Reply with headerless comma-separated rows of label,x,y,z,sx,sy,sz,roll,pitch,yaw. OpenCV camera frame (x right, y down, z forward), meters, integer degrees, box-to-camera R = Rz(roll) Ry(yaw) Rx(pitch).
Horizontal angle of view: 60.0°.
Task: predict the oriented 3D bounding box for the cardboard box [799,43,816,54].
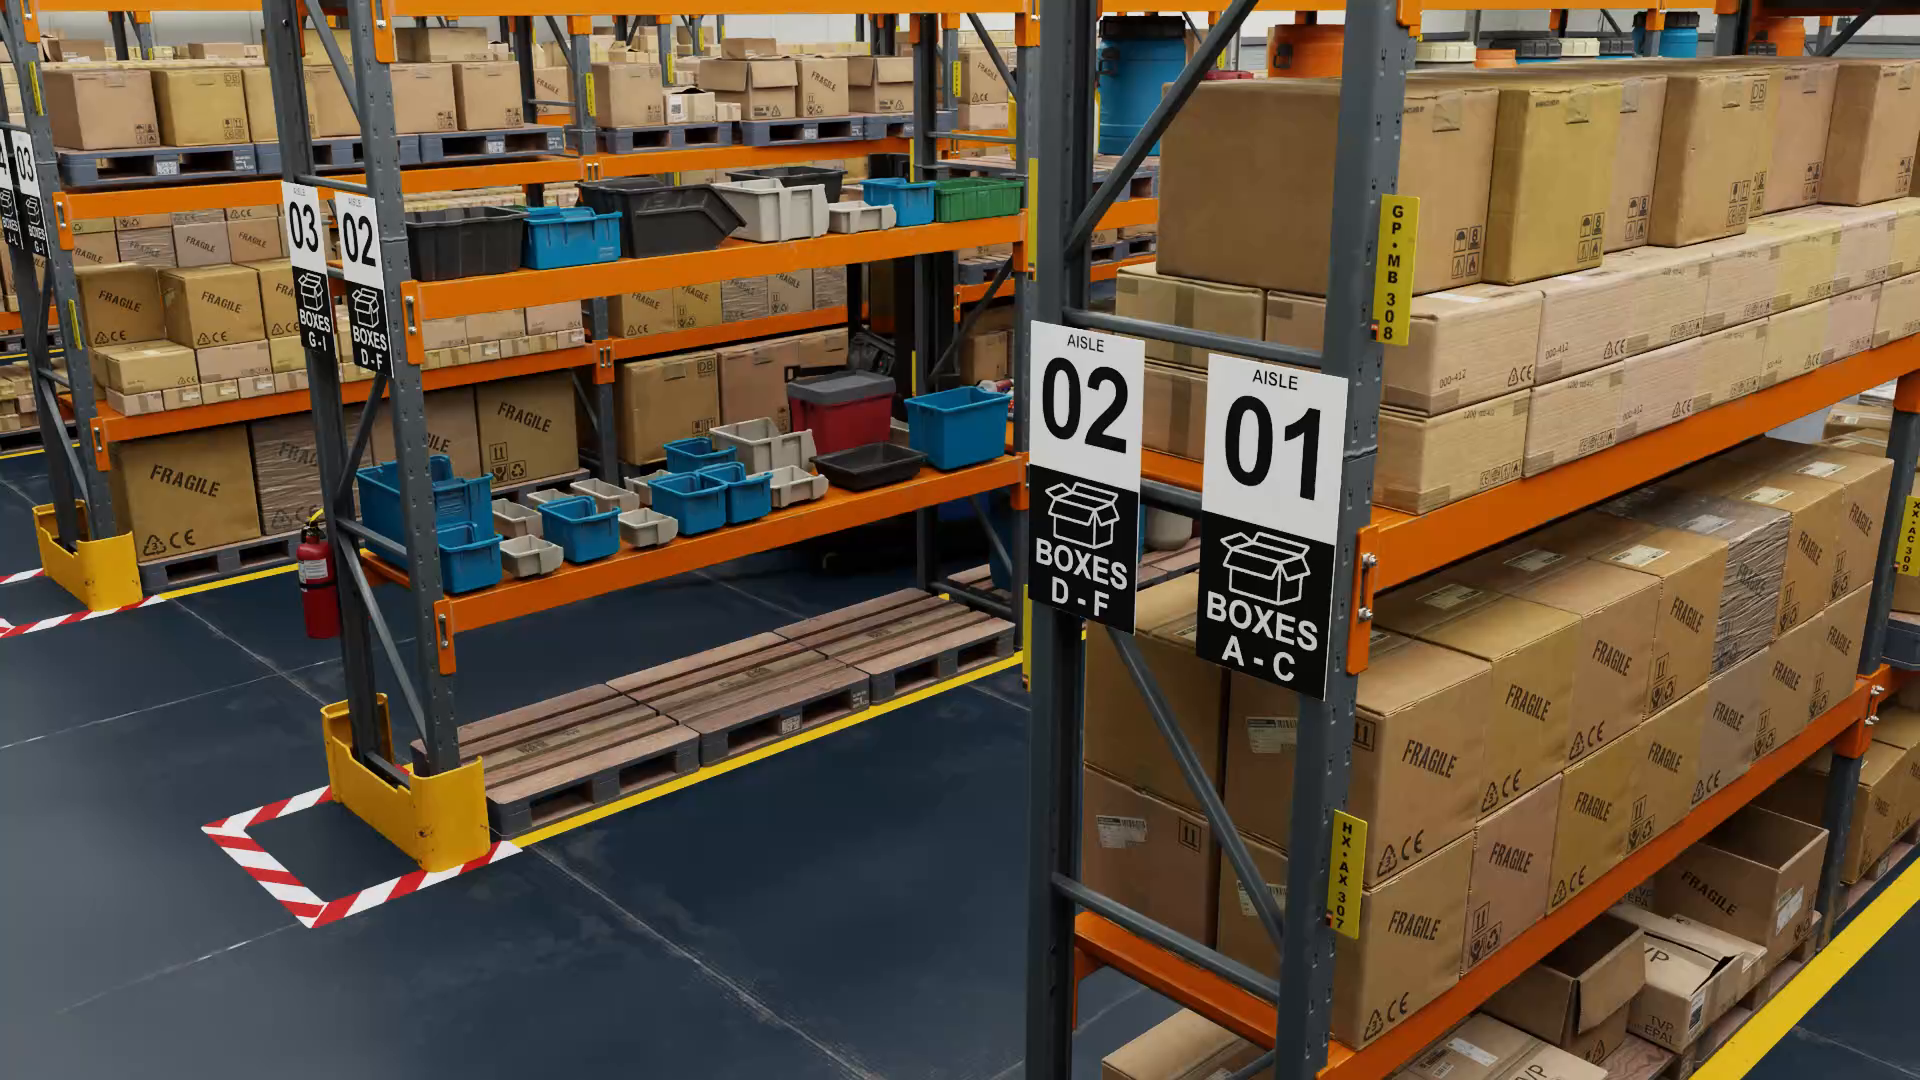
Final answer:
cardboard box,-2.534,-7.924,26.813,0.250,0.149,0.380,-15,24,-39

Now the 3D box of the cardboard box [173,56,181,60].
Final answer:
cardboard box,-11.999,-7.383,25.624,0.250,0.149,0.380,-17,24,-42

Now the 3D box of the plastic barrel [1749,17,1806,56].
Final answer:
plastic barrel,8.546,-5.077,17.538,0.708,0.830,0.600,-16,24,-41

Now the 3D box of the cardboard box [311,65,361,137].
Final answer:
cardboard box,-4.709,-3.295,12.415,0.500,0.500,0.700,-15,23,-38

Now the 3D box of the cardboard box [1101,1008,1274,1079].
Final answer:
cardboard box,0.812,1.934,5.497,0.500,0.500,0.500,-16,24,-41

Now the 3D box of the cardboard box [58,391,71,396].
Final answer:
cardboard box,-8.639,-1.385,15.853,0.250,0.149,0.380,-16,24,-40

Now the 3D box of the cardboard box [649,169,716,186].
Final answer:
cardboard box,-3.405,-4.541,20.343,0.500,0.500,0.700,-16,24,-41

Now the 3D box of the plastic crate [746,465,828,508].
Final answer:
plastic crate,-0.966,-0.301,9.380,0.466,0.136,0.293,-16,24,-41

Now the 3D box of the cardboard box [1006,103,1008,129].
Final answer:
cardboard box,0.486,-4.299,16.759,0.500,0.250,0.500,-15,24,-39

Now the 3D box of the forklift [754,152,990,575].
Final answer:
forklift,-0.850,-1.320,12.303,3.031,2.935,1.130,-7,19,-21

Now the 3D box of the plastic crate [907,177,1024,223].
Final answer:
plastic crate,-0.008,-2.003,9.779,0.662,0.188,0.450,-16,24,-41

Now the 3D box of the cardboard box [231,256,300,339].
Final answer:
cardboard box,-4.947,-1.782,12.162,0.500,0.500,0.500,-17,25,-42

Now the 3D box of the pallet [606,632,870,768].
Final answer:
pallet,-1.302,0.916,9.816,1.213,0.211,1.003,-16,24,-41

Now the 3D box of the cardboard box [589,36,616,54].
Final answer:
cardboard box,-5.366,-7.281,24.466,0.500,0.250,0.500,-16,24,-40

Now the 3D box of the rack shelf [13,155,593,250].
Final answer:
rack shelf,-4.764,-2.605,12.459,4.000,0.370,1.077,-16,24,-41

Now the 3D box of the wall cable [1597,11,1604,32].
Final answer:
wall cable,18.910,-15.935,52.578,0.112,2.526,3.097,-16,24,-41

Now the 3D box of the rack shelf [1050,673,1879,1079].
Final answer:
rack shelf,2.040,1.043,6.072,4.000,0.370,1.077,-16,24,-41

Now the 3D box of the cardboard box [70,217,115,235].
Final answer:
cardboard box,-8.287,-3.144,15.551,0.500,0.500,0.500,-17,25,-42

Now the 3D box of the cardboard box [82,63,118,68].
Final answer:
cardboard box,-8.010,-4.353,15.469,0.250,0.149,0.380,-15,23,-39

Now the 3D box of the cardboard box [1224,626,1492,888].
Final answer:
cardboard box,1.090,0.566,4.592,0.500,0.500,0.500,-15,23,-39

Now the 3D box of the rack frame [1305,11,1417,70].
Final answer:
rack frame,2.999,-4.536,12.383,0.127,3.000,1.000,-16,24,-41

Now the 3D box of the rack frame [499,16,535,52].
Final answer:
rack frame,-7.719,-9.826,28.699,0.127,3.000,1.000,-16,24,-41

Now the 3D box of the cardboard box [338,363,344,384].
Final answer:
cardboard box,-4.799,-1.251,12.388,0.250,0.149,0.380,-17,24,-41

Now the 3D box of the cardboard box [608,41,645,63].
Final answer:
cardboard box,-3.854,-5.619,19.186,0.258,0.266,0.396,-16,24,-41

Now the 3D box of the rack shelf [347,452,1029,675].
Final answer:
rack shelf,-1.361,-0.068,9.498,4.000,0.370,1.077,-16,24,-41

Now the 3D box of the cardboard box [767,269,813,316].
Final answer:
cardboard box,-1.704,-2.357,15.228,0.500,0.500,0.500,-16,24,-40

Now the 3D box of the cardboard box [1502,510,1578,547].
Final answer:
cardboard box,1.834,0.118,5.974,0.500,0.500,0.500,-15,23,-39

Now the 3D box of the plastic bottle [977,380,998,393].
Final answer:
plastic bottle,0.157,-0.931,11.195,0.135,0.276,0.152,-16,24,-41

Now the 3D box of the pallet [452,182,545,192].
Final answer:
pallet,-6.768,-5.096,24.151,1.003,0.211,1.213,-16,24,-41

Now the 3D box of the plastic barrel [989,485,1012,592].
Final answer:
plastic barrel,0.500,-0.147,11.297,0.708,0.901,0.600,-16,24,-41

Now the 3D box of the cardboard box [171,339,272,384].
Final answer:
cardboard box,-5.309,-1.320,11.952,0.500,0.250,0.500,-17,24,-41

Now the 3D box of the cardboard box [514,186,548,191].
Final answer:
cardboard box,-4.970,-4.011,19.255,0.250,0.149,0.380,-15,23,-38

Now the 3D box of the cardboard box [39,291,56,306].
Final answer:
cardboard box,-8.607,-2.299,15.620,0.250,0.149,0.380,-15,23,-38

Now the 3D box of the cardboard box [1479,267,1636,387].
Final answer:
cardboard box,1.507,-0.624,4.615,0.500,0.250,0.500,-16,24,-41

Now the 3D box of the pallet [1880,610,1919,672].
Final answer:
pallet,4.149,0.223,7.745,1.213,0.211,1.003,-16,24,-41

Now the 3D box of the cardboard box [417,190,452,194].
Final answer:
cardboard box,-7.402,-4.776,23.095,0.500,0.250,0.500,17,24,42

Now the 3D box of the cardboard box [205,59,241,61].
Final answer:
cardboard box,-7.386,-4.737,16.653,0.250,0.149,0.380,-17,24,-41

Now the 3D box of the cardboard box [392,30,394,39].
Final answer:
cardboard box,-9.634,-8.074,27.156,0.500,0.500,0.700,-17,24,-42

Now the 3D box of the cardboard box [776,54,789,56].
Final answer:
cardboard box,-3.057,-7.604,26.471,0.500,0.250,0.500,-16,24,-40

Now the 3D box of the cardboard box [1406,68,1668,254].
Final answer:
cardboard box,1.660,-1.155,5.038,0.500,0.500,0.700,-16,24,-41

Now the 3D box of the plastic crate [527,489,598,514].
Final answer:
plastic crate,-2.125,-0.161,8.949,0.243,0.136,0.396,-16,24,-41

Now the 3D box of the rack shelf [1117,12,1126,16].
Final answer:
rack shelf,0.622,-7.517,23.395,4.000,0.370,1.077,-16,24,-41

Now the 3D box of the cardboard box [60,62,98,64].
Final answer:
cardboard box,-8.378,-4.470,15.831,0.380,0.149,0.250,17,25,42

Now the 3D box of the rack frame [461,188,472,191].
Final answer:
rack frame,-7.212,-5.013,23.582,0.127,3.000,1.000,-16,24,-41

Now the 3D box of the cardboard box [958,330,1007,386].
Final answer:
cardboard box,0.069,-1.959,17.501,0.700,0.500,0.500,16,24,41

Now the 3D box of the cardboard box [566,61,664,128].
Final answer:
cardboard box,-2.896,-3.744,13.961,0.500,0.500,0.700,-16,24,-40

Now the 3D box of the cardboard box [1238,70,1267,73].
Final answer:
cardboard box,3.494,-5.599,20.122,0.250,0.149,0.380,-15,23,-38

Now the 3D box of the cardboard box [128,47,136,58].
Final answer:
cardboard box,-12.341,-7.182,24.492,0.250,0.149,0.380,-16,24,-40

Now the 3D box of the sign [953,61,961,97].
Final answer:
sign,-0.028,-4.376,15.789,0.005,0.325,0.100,-16,24,-41

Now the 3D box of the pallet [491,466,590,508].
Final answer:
pallet,-3.917,-0.474,14.105,1.213,0.211,1.003,-16,24,-41

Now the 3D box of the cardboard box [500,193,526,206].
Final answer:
cardboard box,-4.910,-3.753,18.458,0.250,0.149,0.380,-15,23,-39

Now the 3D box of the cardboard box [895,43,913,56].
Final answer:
cardboard box,-0.650,-6.679,22.774,0.500,0.250,0.500,-17,24,-41
